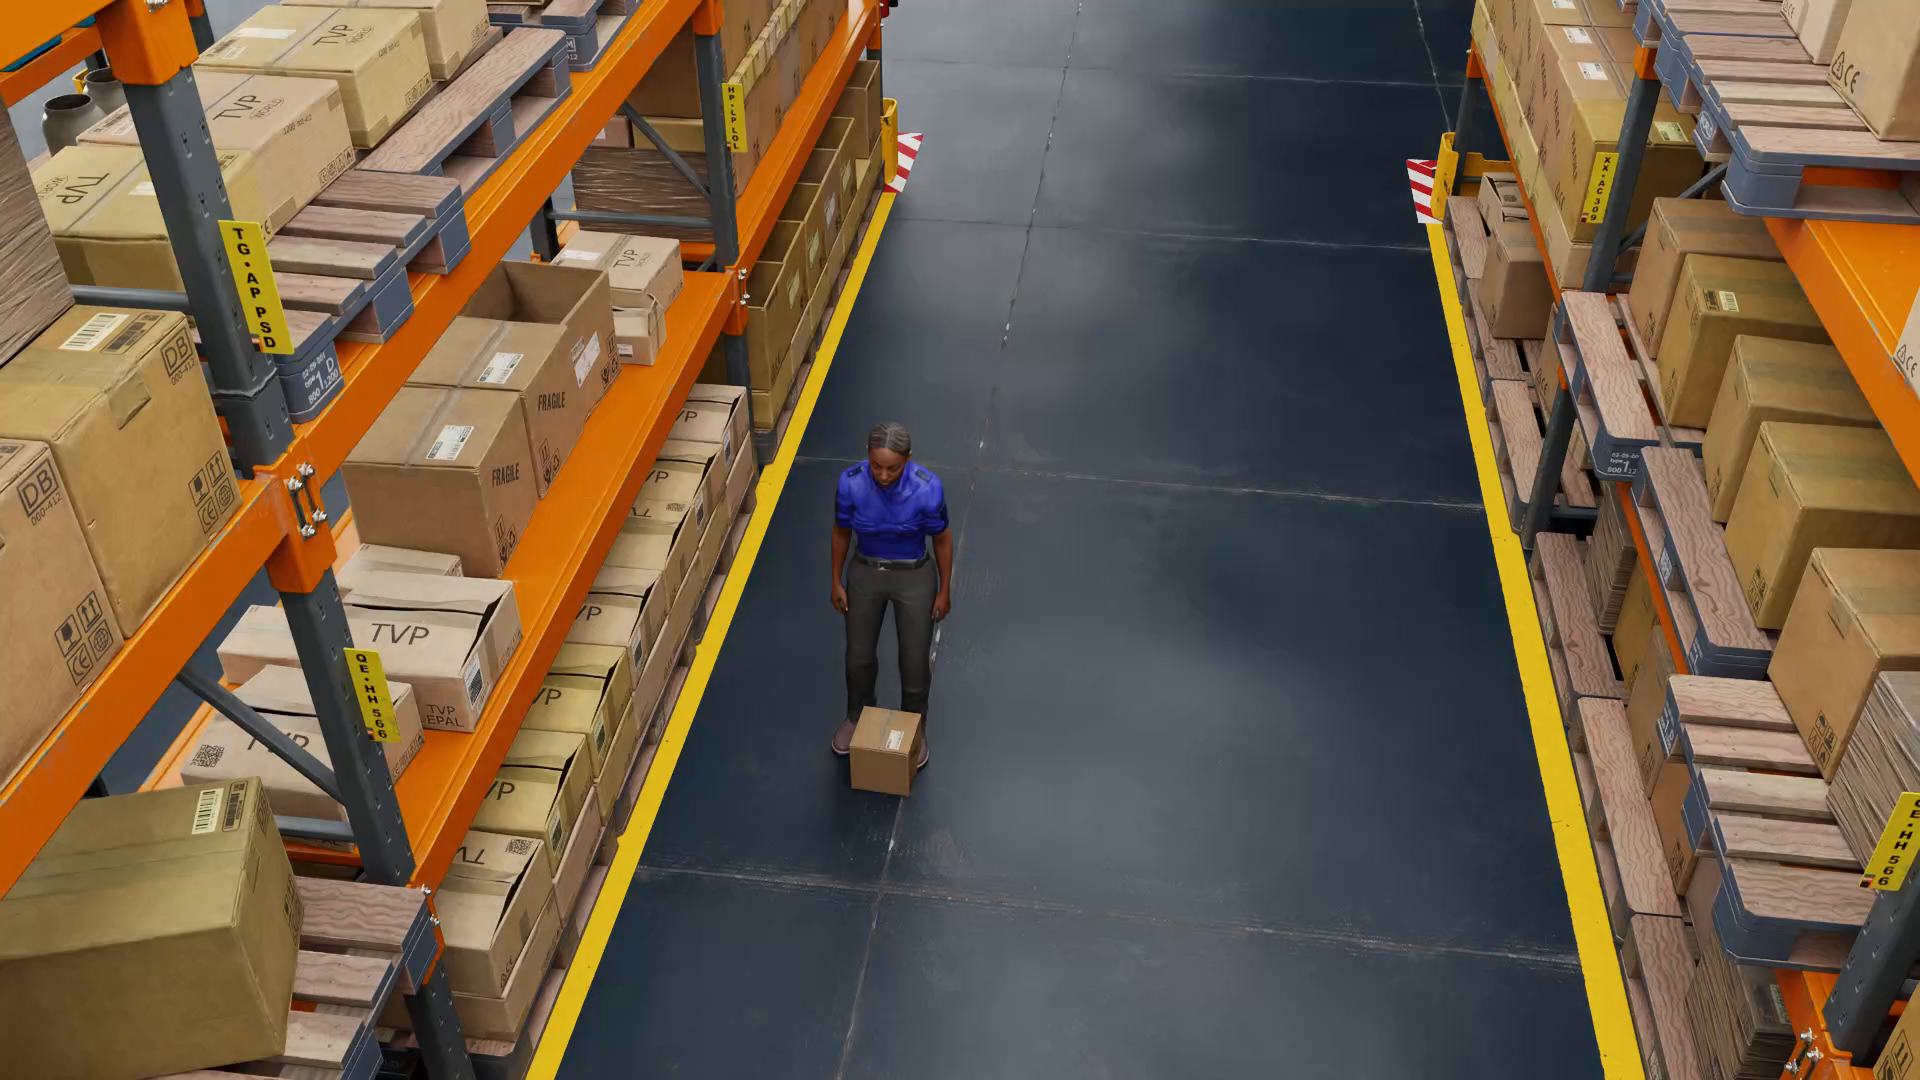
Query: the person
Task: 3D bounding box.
[{"bbox_3d":[-0.290,0.201,6.769,0.516,1.654,0.392,4,37,6],"label":"person"}]
